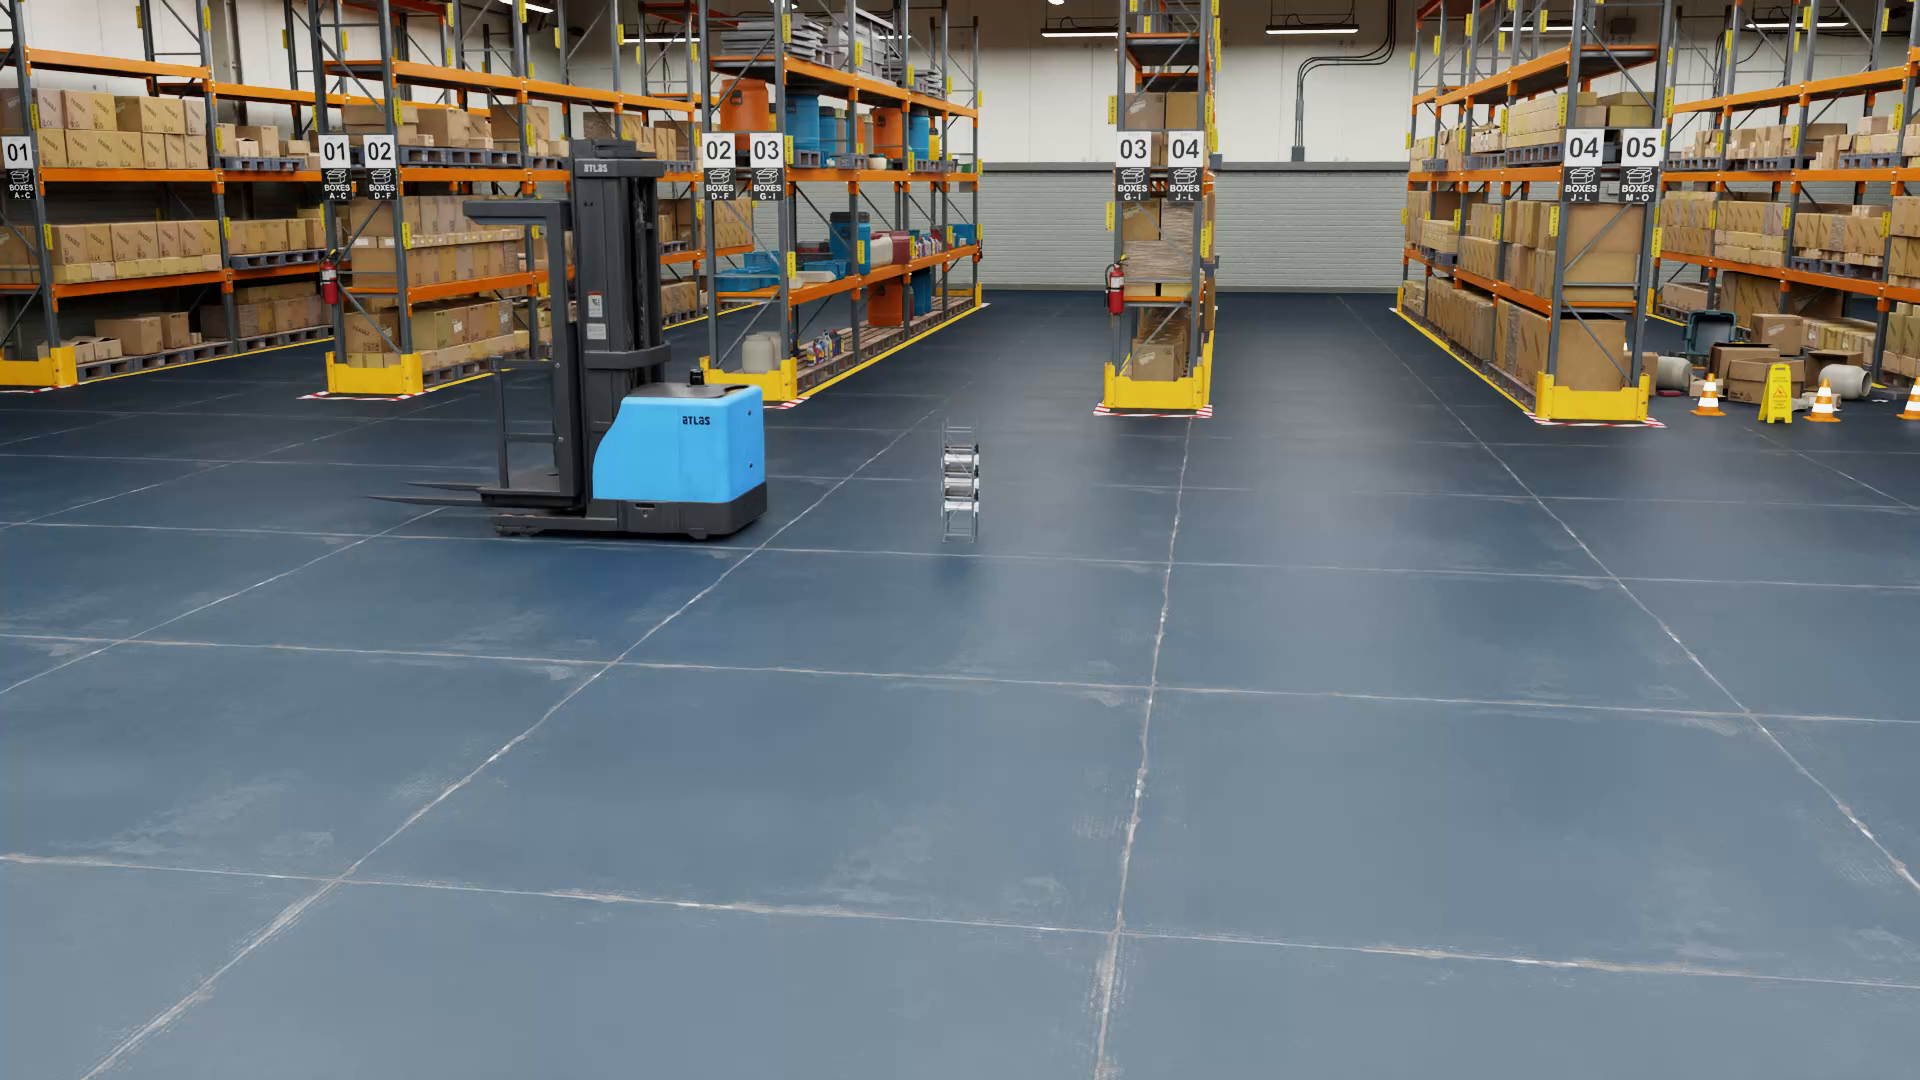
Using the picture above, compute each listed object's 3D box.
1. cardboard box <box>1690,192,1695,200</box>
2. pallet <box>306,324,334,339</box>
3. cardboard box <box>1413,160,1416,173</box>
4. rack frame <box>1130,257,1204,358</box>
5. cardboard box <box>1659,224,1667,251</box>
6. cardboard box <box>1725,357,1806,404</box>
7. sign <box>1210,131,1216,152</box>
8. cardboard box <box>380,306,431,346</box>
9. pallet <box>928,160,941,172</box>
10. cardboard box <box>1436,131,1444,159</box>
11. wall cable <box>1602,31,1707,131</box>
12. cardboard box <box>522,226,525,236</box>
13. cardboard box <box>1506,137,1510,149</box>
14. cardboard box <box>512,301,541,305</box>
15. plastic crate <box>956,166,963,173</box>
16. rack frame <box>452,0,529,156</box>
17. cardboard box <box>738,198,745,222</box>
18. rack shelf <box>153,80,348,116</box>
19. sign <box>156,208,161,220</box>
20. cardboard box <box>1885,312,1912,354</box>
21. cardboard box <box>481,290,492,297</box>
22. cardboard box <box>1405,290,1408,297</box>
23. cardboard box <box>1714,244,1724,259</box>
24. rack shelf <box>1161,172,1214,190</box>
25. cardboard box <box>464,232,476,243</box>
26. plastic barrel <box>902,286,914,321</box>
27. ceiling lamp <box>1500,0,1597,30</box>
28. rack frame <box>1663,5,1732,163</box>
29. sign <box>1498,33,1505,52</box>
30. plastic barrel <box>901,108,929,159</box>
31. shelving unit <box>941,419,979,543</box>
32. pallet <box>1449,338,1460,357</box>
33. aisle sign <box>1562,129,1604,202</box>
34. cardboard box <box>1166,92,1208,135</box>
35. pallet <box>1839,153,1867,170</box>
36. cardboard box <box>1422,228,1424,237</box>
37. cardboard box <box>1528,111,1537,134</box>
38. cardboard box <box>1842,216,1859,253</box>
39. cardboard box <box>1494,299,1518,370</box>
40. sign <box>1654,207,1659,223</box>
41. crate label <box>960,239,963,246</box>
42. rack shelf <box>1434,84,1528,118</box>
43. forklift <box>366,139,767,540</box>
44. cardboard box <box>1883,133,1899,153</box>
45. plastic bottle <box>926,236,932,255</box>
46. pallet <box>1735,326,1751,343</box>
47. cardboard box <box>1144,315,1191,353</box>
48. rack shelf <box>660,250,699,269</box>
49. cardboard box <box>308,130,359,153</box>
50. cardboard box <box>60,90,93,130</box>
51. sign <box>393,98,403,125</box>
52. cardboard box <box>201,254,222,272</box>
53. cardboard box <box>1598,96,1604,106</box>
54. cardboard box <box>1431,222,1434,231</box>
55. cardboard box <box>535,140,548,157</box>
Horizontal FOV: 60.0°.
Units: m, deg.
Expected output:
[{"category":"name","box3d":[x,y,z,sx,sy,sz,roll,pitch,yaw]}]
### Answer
[{"category":"cardboard box","box3d":[13.960,-6.471,31.251,0.380,0.149,0.250,2,12,9]},{"category":"pallet","box3d":[-11.267,-3.670,29.024,1.003,0.211,1.213,2,12,9]},{"category":"cardboard box","box3d":[9.247,-7.397,32.931,0.500,0.250,0.500,2,12,10]},{"category":"rack frame","box3d":[2.923,-3.882,23.387,1.000,3.000,0.127,2,12,9]},{"category":"cardboard box","box3d":[14.203,-6.017,33.057,0.500,0.500,0.500,2,12,8]},{"category":"cardboard box","box3d":[9.868,-1.956,20.374,0.797,0.503,0.637,-7,14,-30]},{"category":"sign","box3d":[4.074,-6.416,26.797,0.100,0.325,0.005,2,12,9]},{"category":"cardboard box","box3d":[-7.552,-2.929,22.713,0.500,0.500,0.500,2,12,9]},{"category":"pallet","box3d":[-0.936,-6.679,29.695,1.003,0.211,1.213,2,12,9]},{"category":"cardboard box","box3d":[8.872,-7.011,29.551,0.700,0.500,0.500,2,12,9]},{"category":"wall cable","box3d":[15.900,-10.160,38.277,2.355,3.000,0.029,2,12,9]},{"category":"cardboard box","box3d":[-9.983,-6.902,36.686,0.980,0.700,0.700,2,12,11]},{"category":"cardboard box","box3d":[7.417,-5.233,21.899,0.380,0.149,0.250,2,12,8]},{"category":"cardboard box","box3d":[-6.933,-3.645,26.486,0.500,0.311,0.500,2,12,8]},{"category":"plastic crate","box3d":[-0.198,-7.440,33.401,0.437,0.136,0.530,2,12,9]},{"category":"rack frame","box3d":[-6.865,-7.137,24.248,1.000,3.000,0.127,2,12,9]},{"category":"cardboard box","box3d":[-4.893,-7.033,35.396,0.500,0.500,0.500,2,12,10]},{"category":"rack shelf","box3d":[-11.453,-7.165,27.039,1.077,0.370,4.000,2,12,9]},{"category":"sign","box3d":[-12.309,-4.947,25.579,0.100,0.325,0.005,2,12,9]},{"category":"cardboard box","box3d":[12.358,-2.675,21.534,0.500,0.500,0.500,2,12,11]},{"category":"cardboard box","box3d":[-10.233,-5.269,34.759,0.700,0.500,0.500,2,12,8]},{"category":"cardboard box","box3d":[9.222,-4.999,33.636,0.380,0.149,0.250,2,12,8]},{"category":"cardboard box","box3d":[13.617,-5.070,29.255,0.500,0.250,0.500,2,12,7]},{"category":"rack shelf","box3d":[4.461,-7.078,32.806,1.077,0.370,4.000,2,12,9]},{"category":"cardboard box","box3d":[-6.930,-4.187,23.023,0.380,0.149,0.250,2,12,11]},{"category":"plastic barrel","box3d":[-1.124,-4.239,29.771,0.600,0.588,0.708,2,12,9]},{"category":"ceiling lamp","box3d":[12.578,-12.482,35.198,2.000,3.185,0.800,2,12,9]},{"category":"rack frame","box3d":[14.561,-8.992,32.856,1.000,3.000,0.127,2,12,9]},{"category":"sign","box3d":[9.588,-8.816,29.446,0.100,0.325,0.005,2,12,9]},{"category":"plastic barrel","box3d":[-0.852,-7.264,29.774,0.600,0.901,0.708,2,12,9]},{"category":"shelving unit","box3d":[0.001,-0.442,12.406,0.258,0.900,0.210,2,12,9]},{"category":"pallet","box3d":[8.228,-3.008,25.951,1.003,0.211,1.213,2,12,9]},{"category":"aisle sign","box3d":[6.886,-4.133,18.383,0.394,0.787,0.004,2,12,9]},{"category":"cardboard box","box3d":[2.803,-5.255,20.506,0.500,0.500,0.500,2,12,8]},{"category":"pallet","box3d":[13.072,-5.277,23.183,1.213,0.211,1.003,2,12,9]},{"category":"cardboard box","box3d":[8.524,-5.526,29.911,0.380,0.149,0.250,2,12,10]},{"category":"cardboard box","box3d":[7.226,-5.085,20.263,0.500,0.250,0.500,2,12,9]},{"category":"cardboard box","box3d":[12.720,-4.275,23.268,0.500,0.500,0.500,2,12,11]},{"category":"cardboard box","box3d":[7.643,-2.738,22.126,0.875,0.875,0.875,2,12,10]},{"category":"sign","box3d":[14.013,-6.540,33.478,0.100,0.325,0.005,2,12,9]},{"category":"crate label","box3d":[-0.150,-6.147,34.379,0.396,0.136,0.243,2,12,9]},{"category":"rack shelf","box3d":[8.731,-7.335,27.825,1.077,0.370,4.000,2,12,9]},{"category":"forklift","box3d":[-3.101,-1.565,12.797,3.031,2.935,1.130,2,12,10]},{"category":"cardboard box","box3d":[12.662,-5.286,22.138,0.500,0.250,0.500,2,12,8]},{"category":"plastic bottle","box3d":[-0.587,-5.443,30.749,0.144,0.351,0.185,2,12,9]},{"category":"pallet","box3d":[13.716,-3.445,27.980,1.003,0.211,1.213,2,12,9]},{"category":"cardboard box","box3d":[3.039,-3.002,24.194,0.700,0.500,0.500,1,12,4]},{"category":"rack shelf","box3d":[-5.942,-5.101,30.751,1.077,0.370,4.000,2,12,9]},{"category":"cardboard box","box3d":[-11.129,-7.027,29.580,0.700,0.500,0.500,1,12,4]},{"category":"cardboard box","box3d":[-11.949,-5.720,22.136,0.500,0.500,0.500,2,12,8]},{"category":"sign","box3d":[-6.933,-5.284,20.511,0.100,0.325,0.005,2,12,9]},{"category":"cardboard box","box3d":[-11.534,-4.192,25.132,0.500,0.250,0.500,2,12,9]},{"category":"cardboard box","box3d":[7.716,-5.126,19.508,0.380,0.149,0.250,2,12,8]},{"category":"cardboard box","box3d":[8.326,-5.403,28.630,0.380,0.149,0.250,2,12,11]},{"category":"cardboard box","box3d":[-6.679,-6.045,25.660,0.500,0.250,0.500,1,12,3]}]
